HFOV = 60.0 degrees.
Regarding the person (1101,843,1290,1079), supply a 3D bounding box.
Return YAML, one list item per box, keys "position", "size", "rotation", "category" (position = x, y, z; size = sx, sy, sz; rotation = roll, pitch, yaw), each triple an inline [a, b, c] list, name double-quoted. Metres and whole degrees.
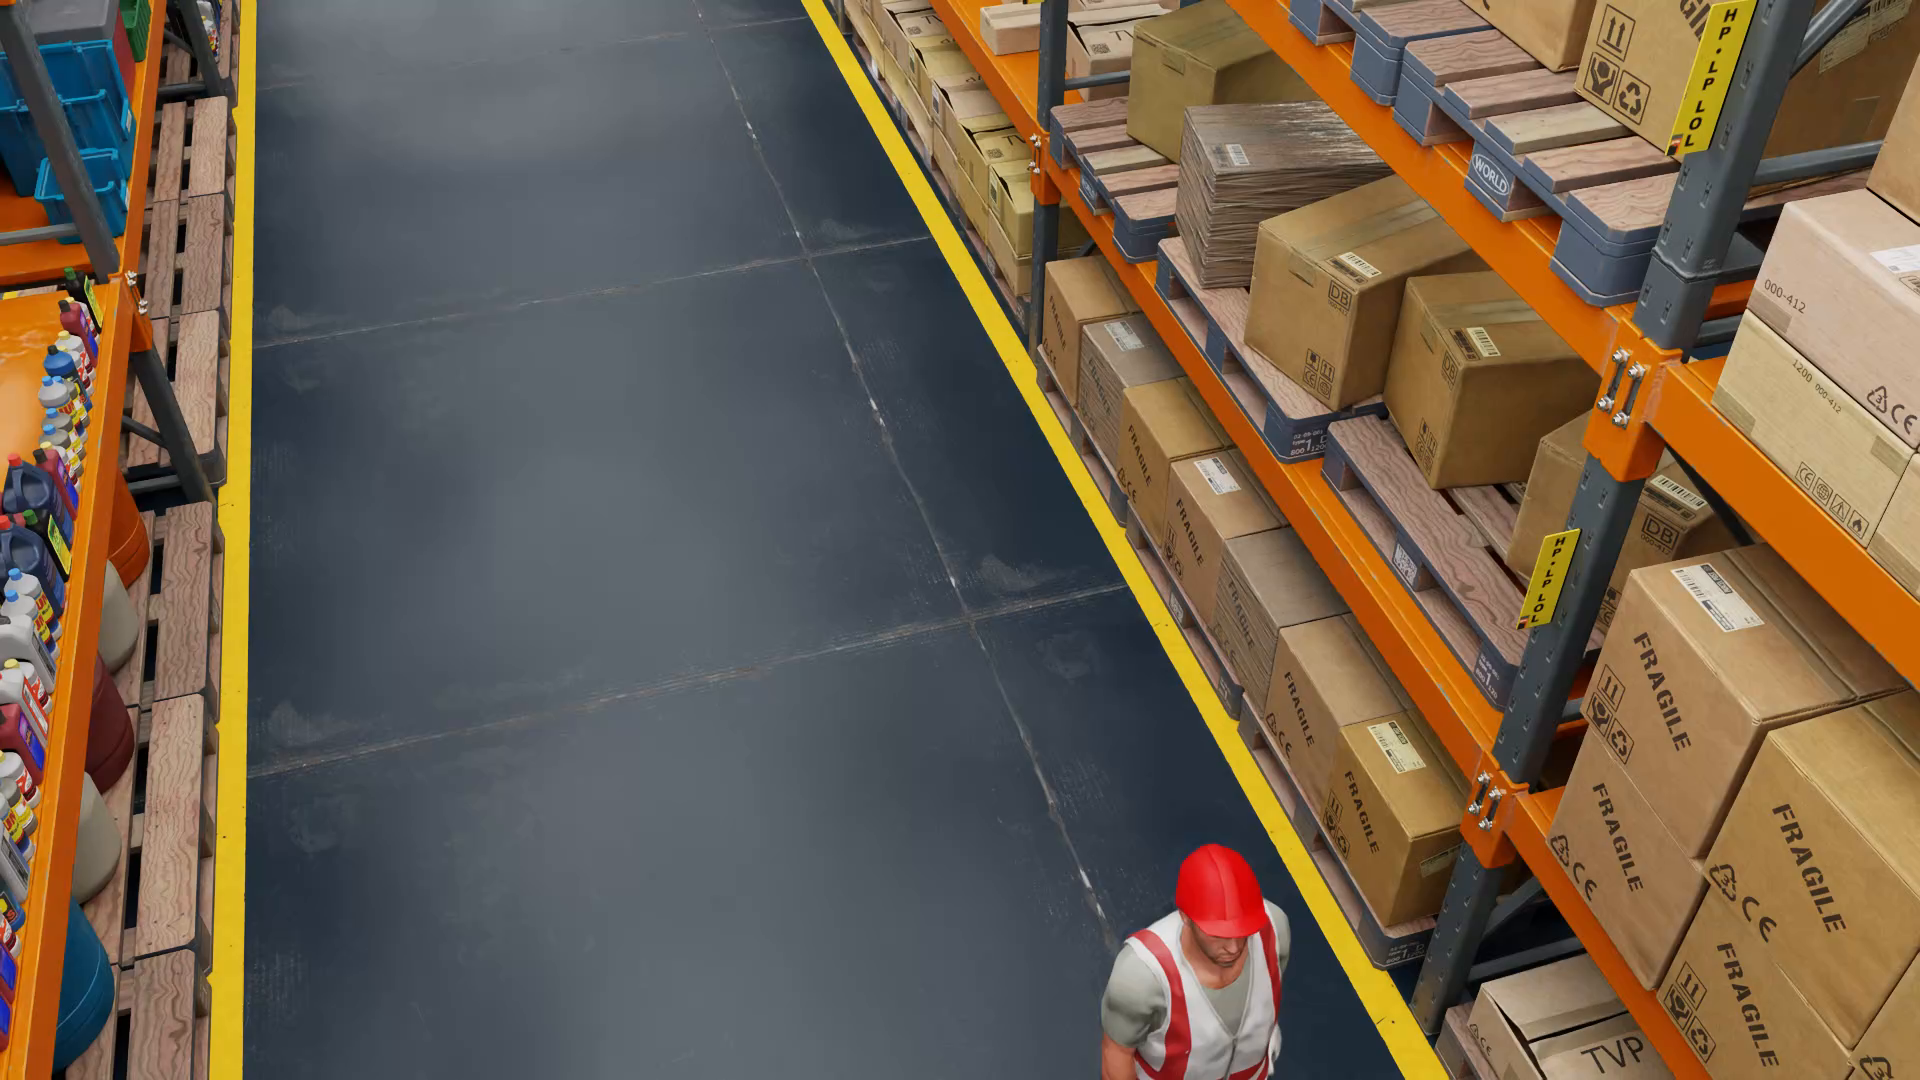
- position: [0.659, 1.489, 4.460]
  size: [0.598, 1.818, 0.492]
  rotation: [-13, 44, -14]
  category: "person"
